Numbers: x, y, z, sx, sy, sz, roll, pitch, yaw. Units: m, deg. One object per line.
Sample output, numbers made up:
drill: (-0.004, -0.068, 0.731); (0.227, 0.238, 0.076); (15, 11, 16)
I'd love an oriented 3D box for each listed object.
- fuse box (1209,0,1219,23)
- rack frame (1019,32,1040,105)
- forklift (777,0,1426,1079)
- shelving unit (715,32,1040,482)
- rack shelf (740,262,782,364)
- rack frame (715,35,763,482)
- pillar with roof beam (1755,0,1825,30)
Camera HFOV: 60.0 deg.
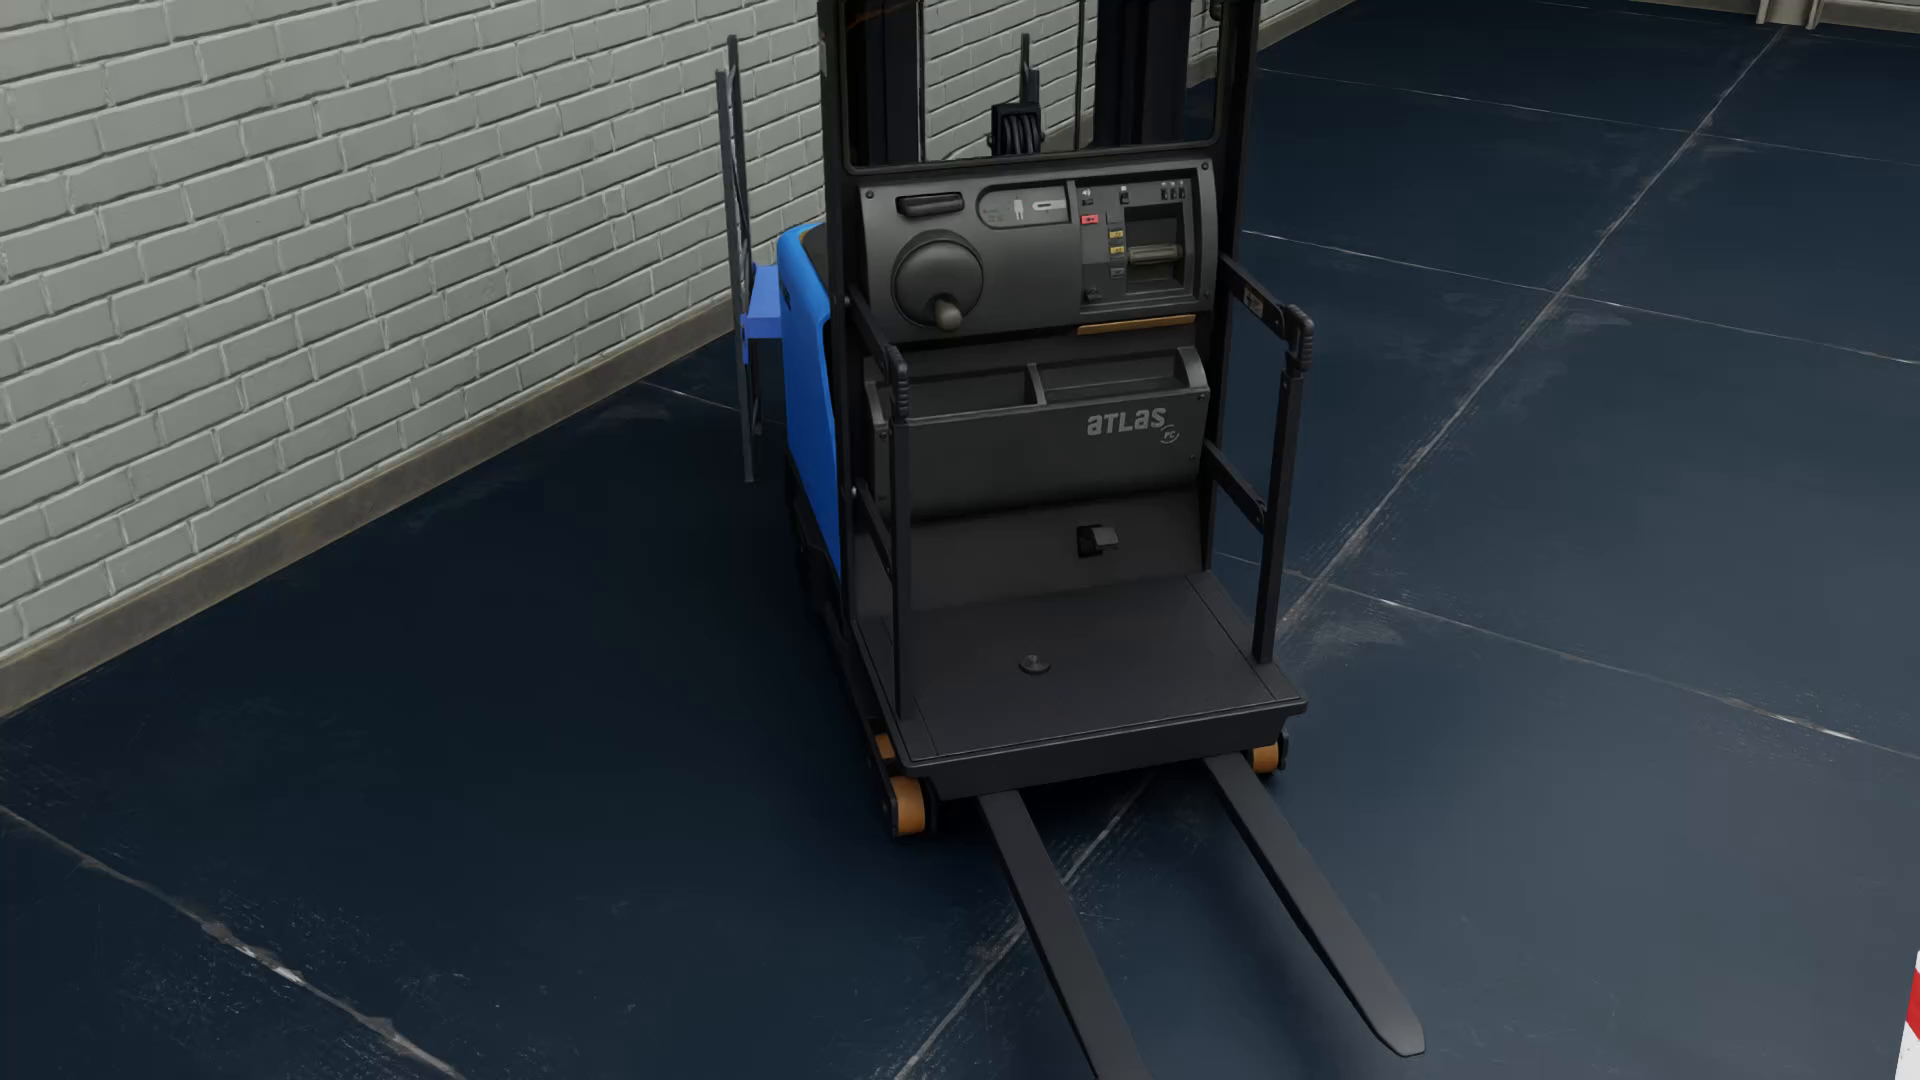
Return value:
fuse box: (1.757, -3.710, 10.412); (0.414, 1.711, 0.539); (18, 35, 27)
rack frame: (0.234, -1.004, 5.983); (0.032, 1.500, 0.500); (-1, 30, -2)
forklift: (0.267, -0.699, 4.040); (1.130, 2.935, 3.031); (-8, 31, -13)
shelving unit: (-0.274, -0.995, 5.968); (1.048, 1.500, 0.538); (-1, 30, -2)
rack shelf: (-0.274, -0.840, 6.058); (1.000, 0.185, 0.538); (-1, 30, -2)
rack frame: (-0.782, -0.986, 5.952); (0.032, 1.500, 0.500); (-1, 30, -2)
pillar with roof beam: (3.847, -5.889, 6.914); (0.400, 9.000, 9.100); (18, 35, 27)
